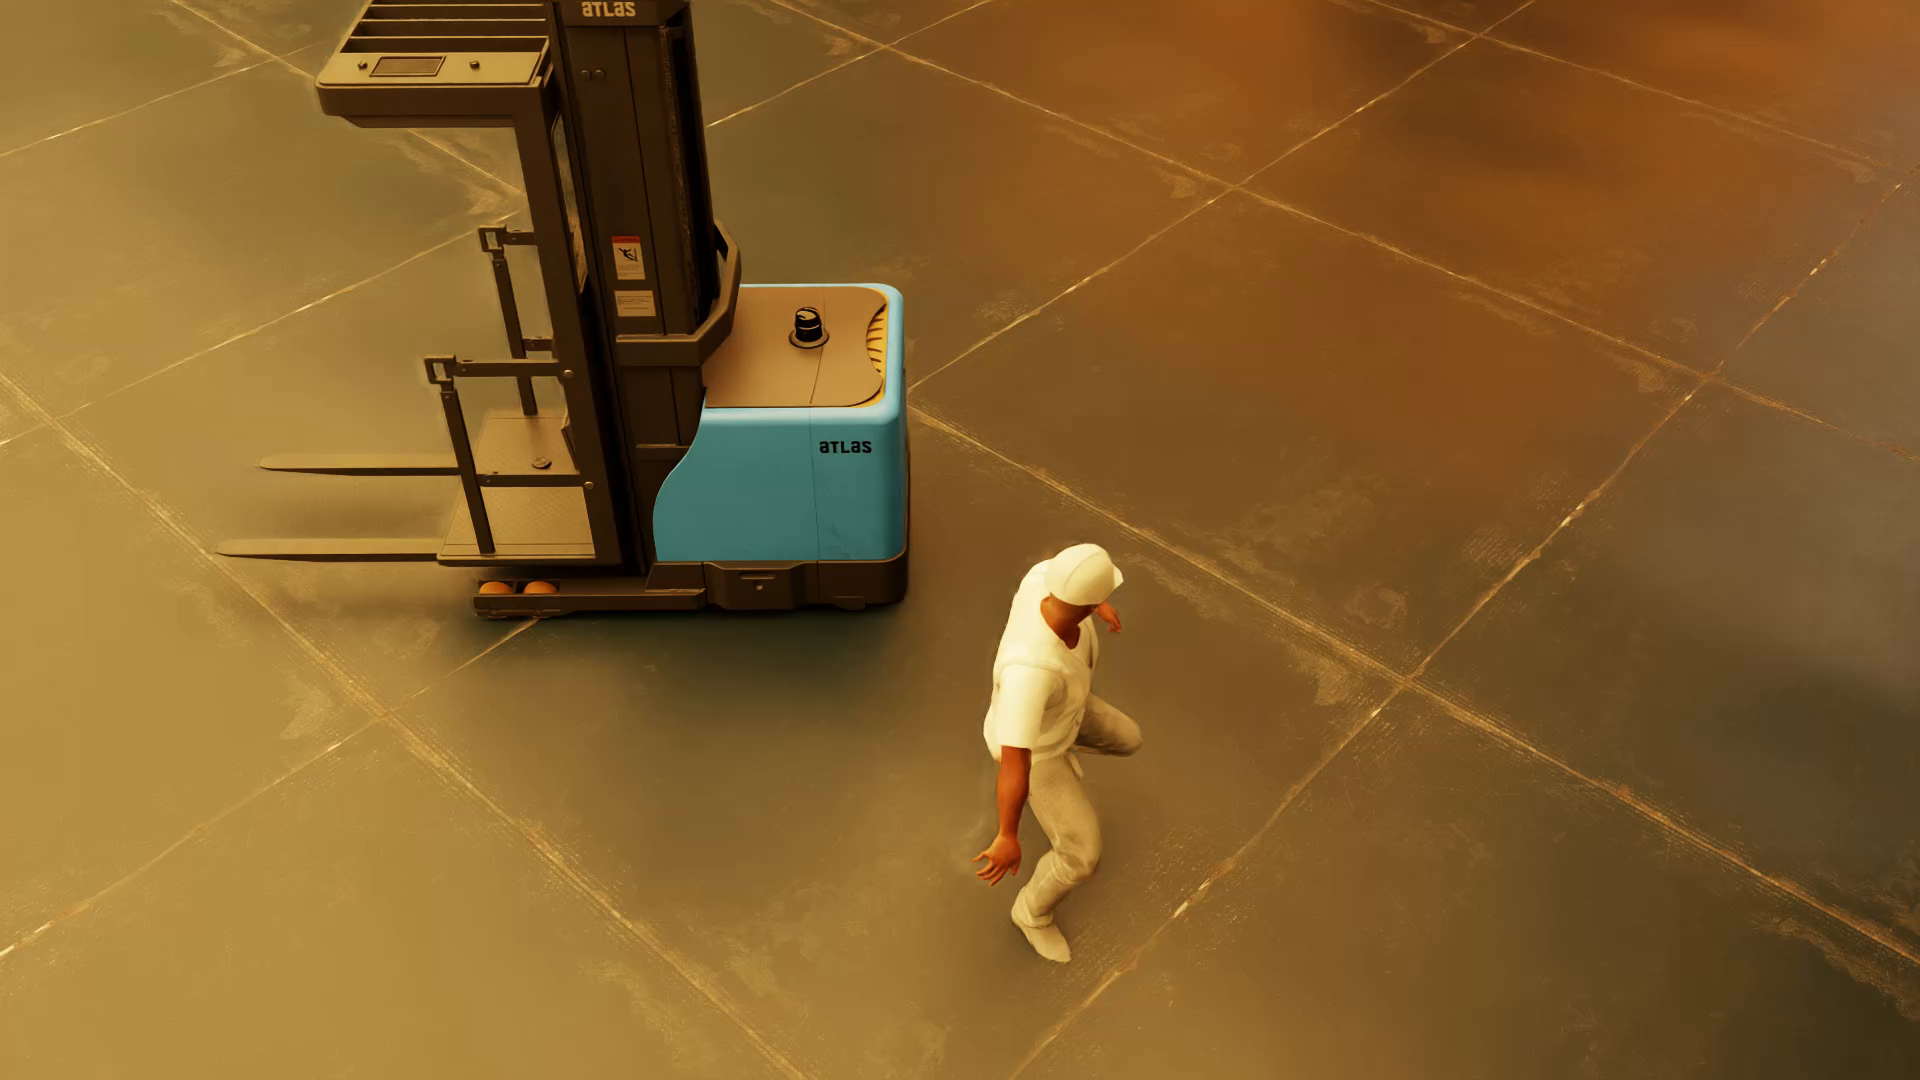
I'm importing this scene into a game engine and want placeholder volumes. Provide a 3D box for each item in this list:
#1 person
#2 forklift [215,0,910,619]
[{"bbox_3d":[0.320,0.665,5.702,0.510,1.643,1.181,14,43,16],"label":"person"},{"bbox_3d":[-1.749,-1.115,6.728,3.031,2.935,1.130,0,41,0],"label":"forklift"}]
